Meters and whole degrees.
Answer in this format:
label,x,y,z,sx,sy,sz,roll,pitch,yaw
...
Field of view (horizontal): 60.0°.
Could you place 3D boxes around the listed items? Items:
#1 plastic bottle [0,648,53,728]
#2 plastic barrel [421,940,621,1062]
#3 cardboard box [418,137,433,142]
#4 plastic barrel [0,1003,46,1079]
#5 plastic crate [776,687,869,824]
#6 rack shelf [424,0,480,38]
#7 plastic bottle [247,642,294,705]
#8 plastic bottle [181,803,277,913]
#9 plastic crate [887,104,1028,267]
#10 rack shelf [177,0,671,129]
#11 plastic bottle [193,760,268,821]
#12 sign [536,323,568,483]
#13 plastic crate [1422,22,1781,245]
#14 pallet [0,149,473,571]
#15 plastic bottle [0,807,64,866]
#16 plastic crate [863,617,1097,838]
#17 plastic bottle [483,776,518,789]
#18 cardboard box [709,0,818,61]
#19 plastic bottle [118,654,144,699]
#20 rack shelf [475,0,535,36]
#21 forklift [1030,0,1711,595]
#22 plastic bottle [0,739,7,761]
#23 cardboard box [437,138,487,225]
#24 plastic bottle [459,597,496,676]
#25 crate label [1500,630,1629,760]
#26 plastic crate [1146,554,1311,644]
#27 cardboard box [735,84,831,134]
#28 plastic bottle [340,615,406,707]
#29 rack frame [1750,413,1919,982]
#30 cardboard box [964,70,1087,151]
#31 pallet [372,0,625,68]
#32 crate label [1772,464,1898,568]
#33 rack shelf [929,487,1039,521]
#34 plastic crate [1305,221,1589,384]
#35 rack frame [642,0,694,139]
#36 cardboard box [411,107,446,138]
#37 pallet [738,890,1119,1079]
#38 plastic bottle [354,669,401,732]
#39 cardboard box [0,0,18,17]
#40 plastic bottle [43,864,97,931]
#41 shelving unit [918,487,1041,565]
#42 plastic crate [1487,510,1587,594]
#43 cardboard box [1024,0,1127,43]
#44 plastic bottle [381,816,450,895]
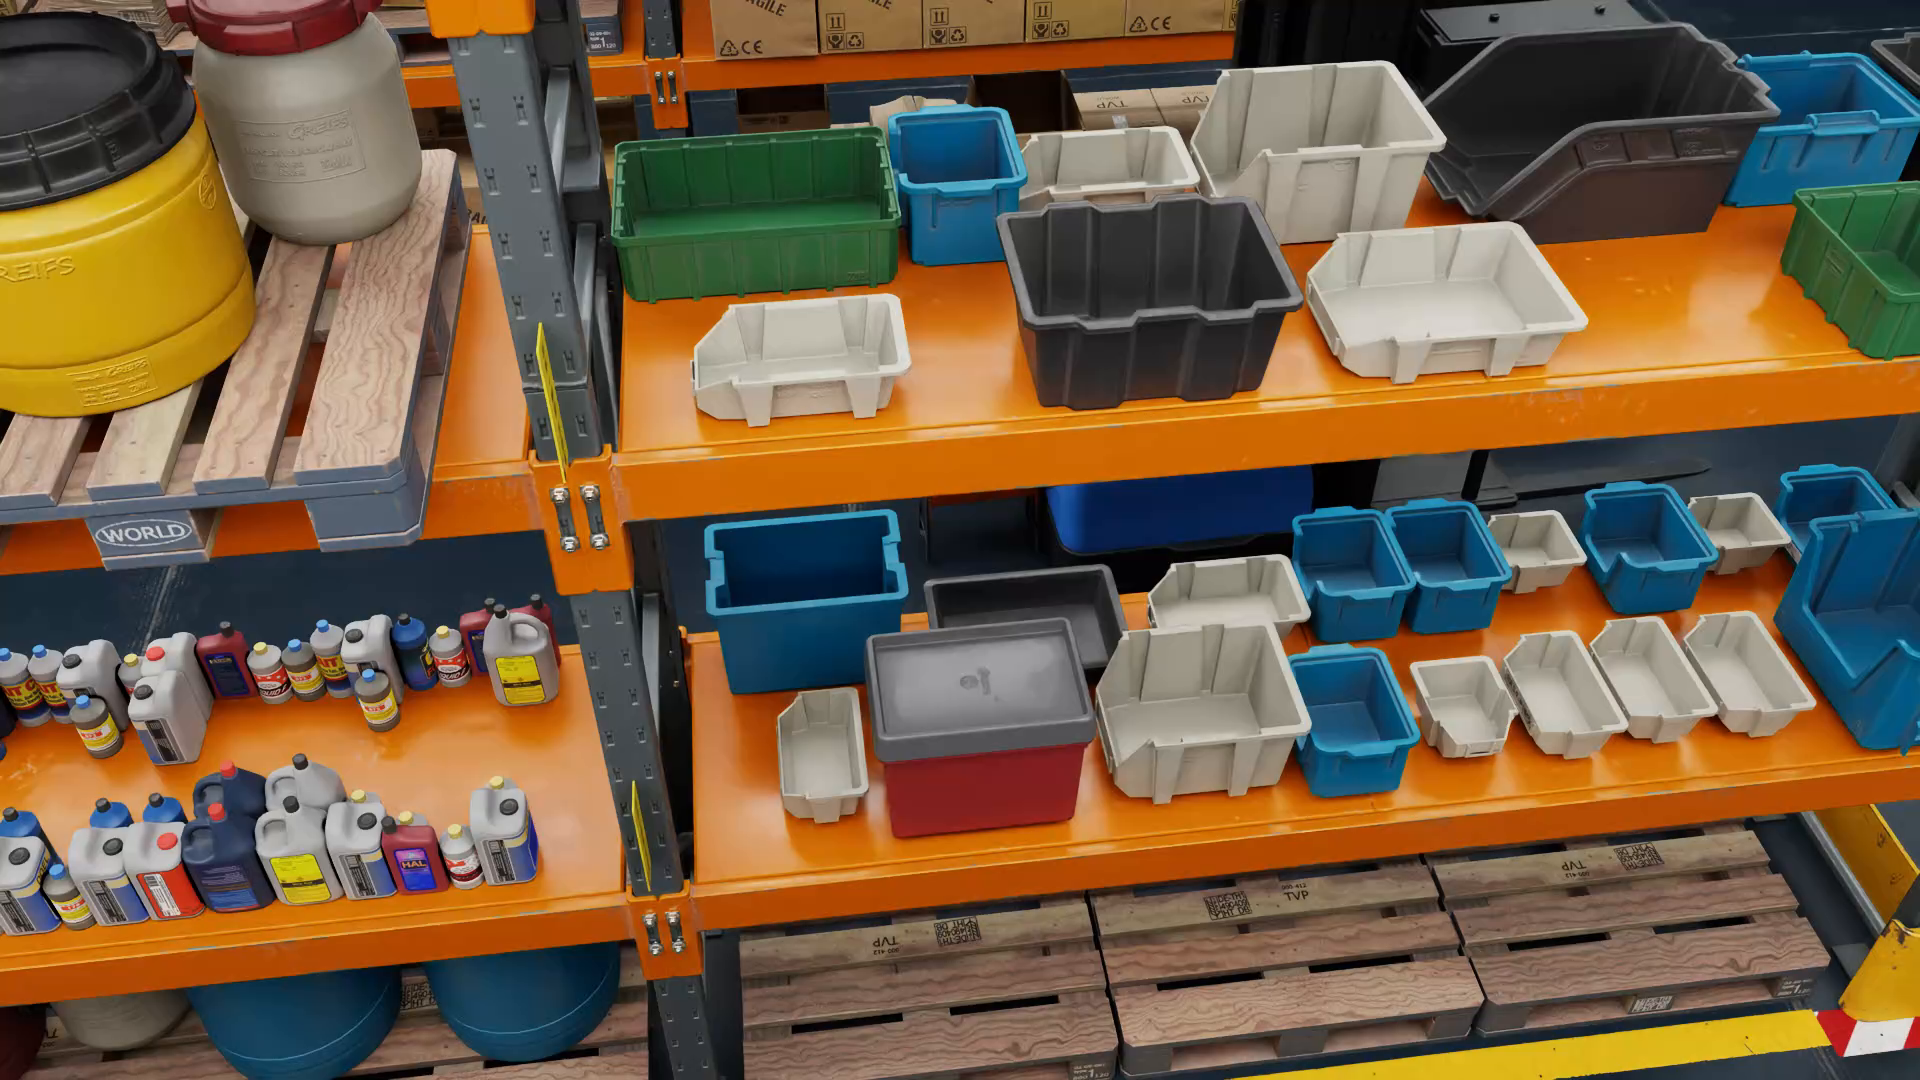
label,x,y,z,sx,sy,sz,roll,pitch,yaw
plastic bottle,-2.743,0.421,4.855,0.097,0.271,0.097,0,42,0
plastic barrel,-1.413,1.144,5.210,0.708,0.901,0.600,-5,42,-6
cardboard box,-3.045,-2.068,9.056,0.500,0.500,0.500,-5,42,-5
plastic barrel,-3.235,1.420,5.138,0.708,0.588,0.600,-5,42,-6
plastic crate,-0.391,0.615,4.695,0.243,0.136,0.396,-5,42,-6
rack shelf,-2.854,-1.153,2.861,4.000,0.370,1.077,-5,42,-6
plastic bottle,-2.054,0.387,4.945,0.097,0.201,0.097,0,42,0
plastic bottle,-1.924,0.817,4.357,0.185,0.351,0.144,-5,42,-6
plastic crate,-0.010,-0.858,4.062,0.300,0.233,0.416,-5,42,-6
rack shelf,-3.493,-2.364,8.384,4.000,0.370,1.077,-5,42,-6
plastic bottle,-1.942,0.721,4.463,0.185,0.351,0.144,-5,42,-6
sign,-0.802,-0.266,3.275,0.005,0.325,0.100,-5,42,-6
plastic crate,1.544,-1.003,4.144,0.767,0.338,0.504,-5,42,-6
pallet,-1.636,-0.426,3.599,1.003,0.211,1.213,-5,42,-6
plastic bottle,-2.480,0.808,4.426,0.097,0.271,0.097,0,42,0
plastic crate,0.047,0.528,4.547,0.583,0.464,0.402,-5,42,-6
plastic bottle,-1.255,0.727,4.568,0.097,0.201,0.097,0,42,0
cardboard box,-0.969,-2.705,8.150,0.500,0.500,0.500,-4,42,-4
plastic bottle,-2.416,0.418,4.910,0.097,0.201,0.097,0,42,0
rack shelf,1.112,-1.501,3.246,4.000,0.370,1.077,-5,42,-6
forklift,1.836,-1.296,6.714,3.031,2.935,1.130,-6,42,-7
plastic bottle,-2.821,0.525,4.739,0.097,0.271,0.097,0,42,0
cardboard box,-2.453,-1.769,8.725,0.500,0.500,0.500,-5,42,-5
plastic bottle,-1.422,0.289,4.993,0.133,0.283,0.061,-5,42,-6
crate label,1.748,0.461,4.867,0.243,0.136,0.396,-5,42,-6
plastic crate,0.816,0.210,5.145,0.466,0.136,0.293,-5,42,-6
cardboard box,-0.982,-2.278,9.289,0.500,0.500,0.500,-5,42,-6
plastic bottle,-1.742,0.350,4.930,0.135,0.276,0.152,-5,42,-6
rack frame,3.095,0.138,5.073,0.127,3.000,1.000,-5,42,-6
cardboard box,0.352,-2.208,9.209,0.637,0.503,0.797,-5,42,-6
pallet,-2.316,-2.737,8.403,1.213,0.211,1.003,-5,42,-6
crate label,2.807,-0.019,5.327,0.303,0.233,0.416,-5,42,-6
rack shelf,0.083,-0.247,7.240,0.480,0.148,0.258,-7,42,-7
plastic crate,1.078,-0.534,3.775,0.530,0.136,0.437,-5,42,-6
rack frame,-1.510,-2.805,8.335,0.127,3.000,1.000,-5,42,-6
cardboard box,-3.013,-2.351,8.810,0.500,0.250,0.500,-5,42,-5
pallet,-0.147,1.431,5.721,1.213,0.211,1.003,-5,42,-6
plastic bottle,-1.708,0.459,4.865,0.097,0.201,0.097,0,42,0
cardboard box,-4.866,-2.780,7.920,0.500,0.500,0.700,-19,45,-20
plastic bottle,-2.327,0.923,4.350,0.097,0.201,0.097,0,42,0
shelving unit,0.083,-0.445,7.062,0.503,1.200,0.258,-7,42,-7
plastic crate,1.806,0.048,5.324,0.298,0.136,0.250,-5,42,-6
cardboard box,0.539,-2.839,8.298,0.500,0.500,0.500,-6,42,-6
plastic bottle,-1.444,0.828,4.395,0.133,0.283,0.061,-5,42,-6
